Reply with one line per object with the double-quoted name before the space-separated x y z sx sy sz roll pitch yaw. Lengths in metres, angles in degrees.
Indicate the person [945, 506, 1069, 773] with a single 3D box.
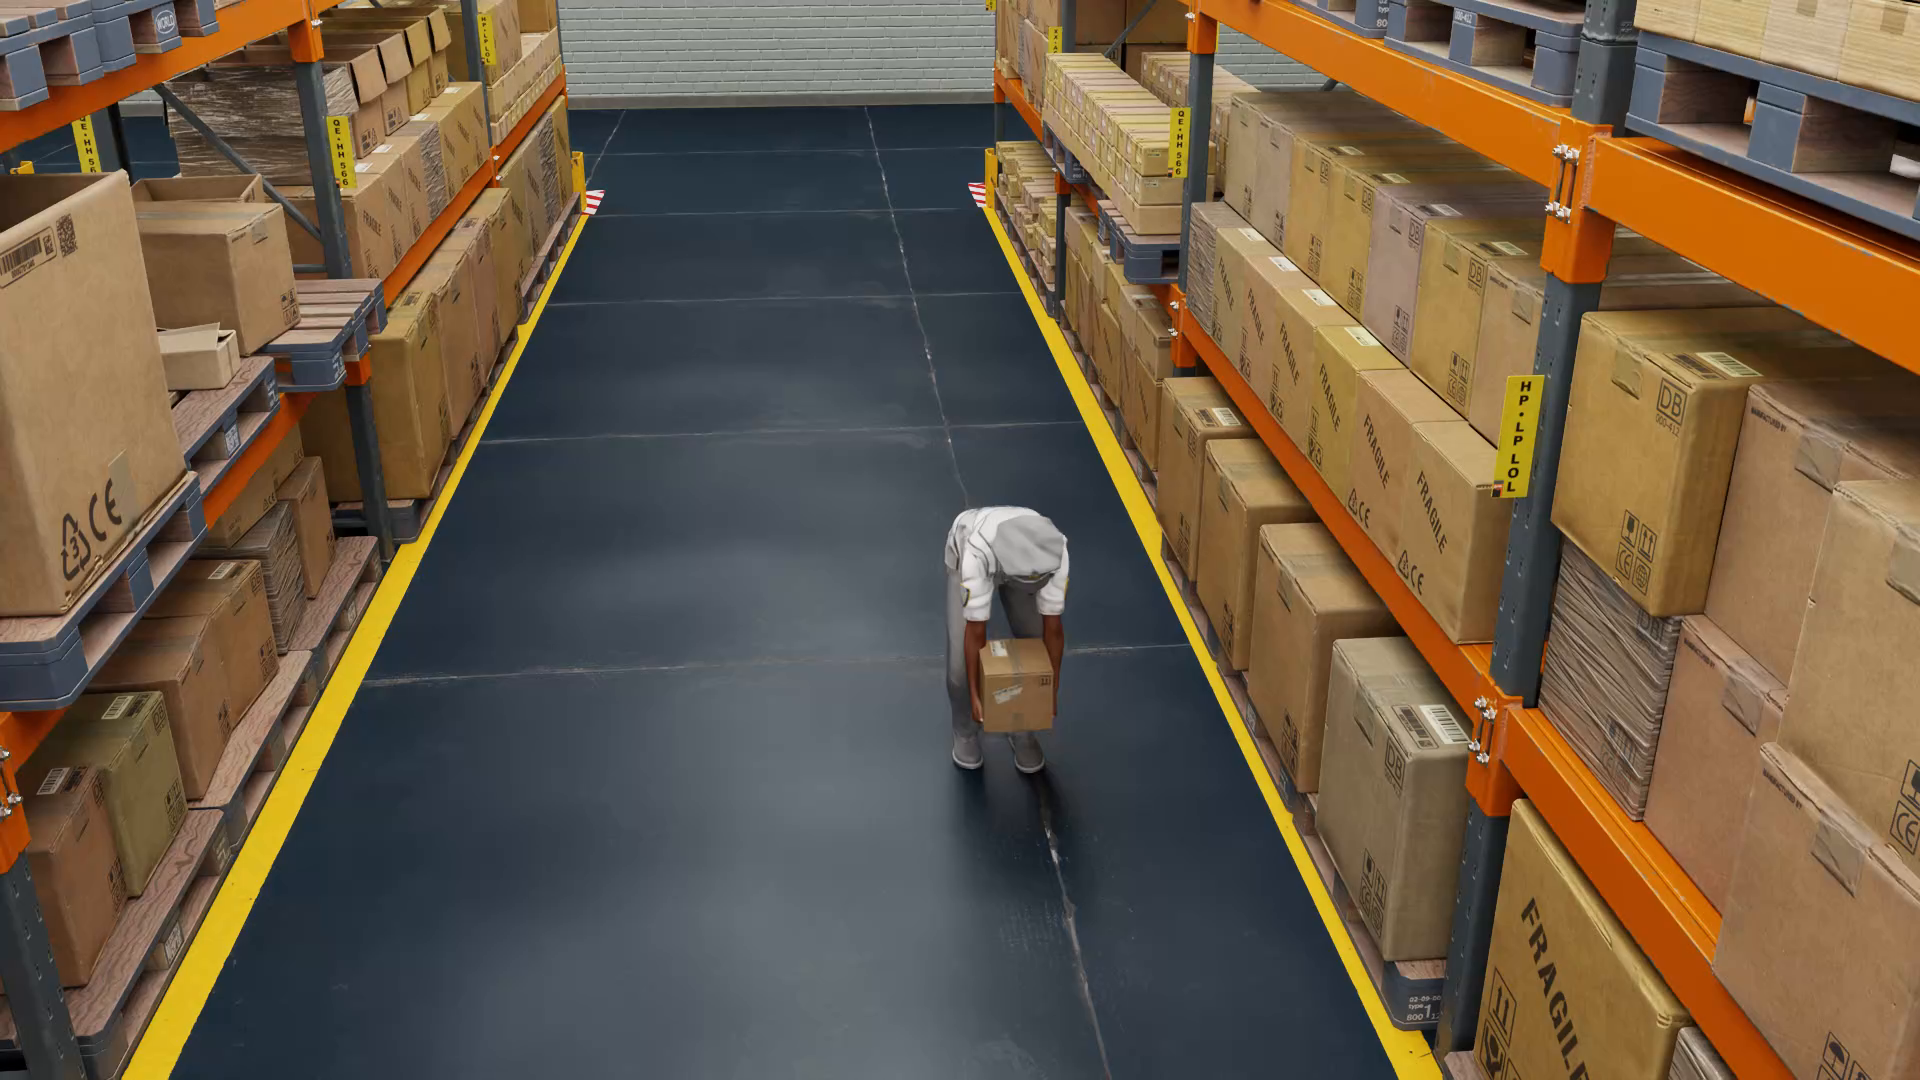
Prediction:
"person" 0.176 0.373 6.300 0.427 1.230 0.909 -3 24 -7
